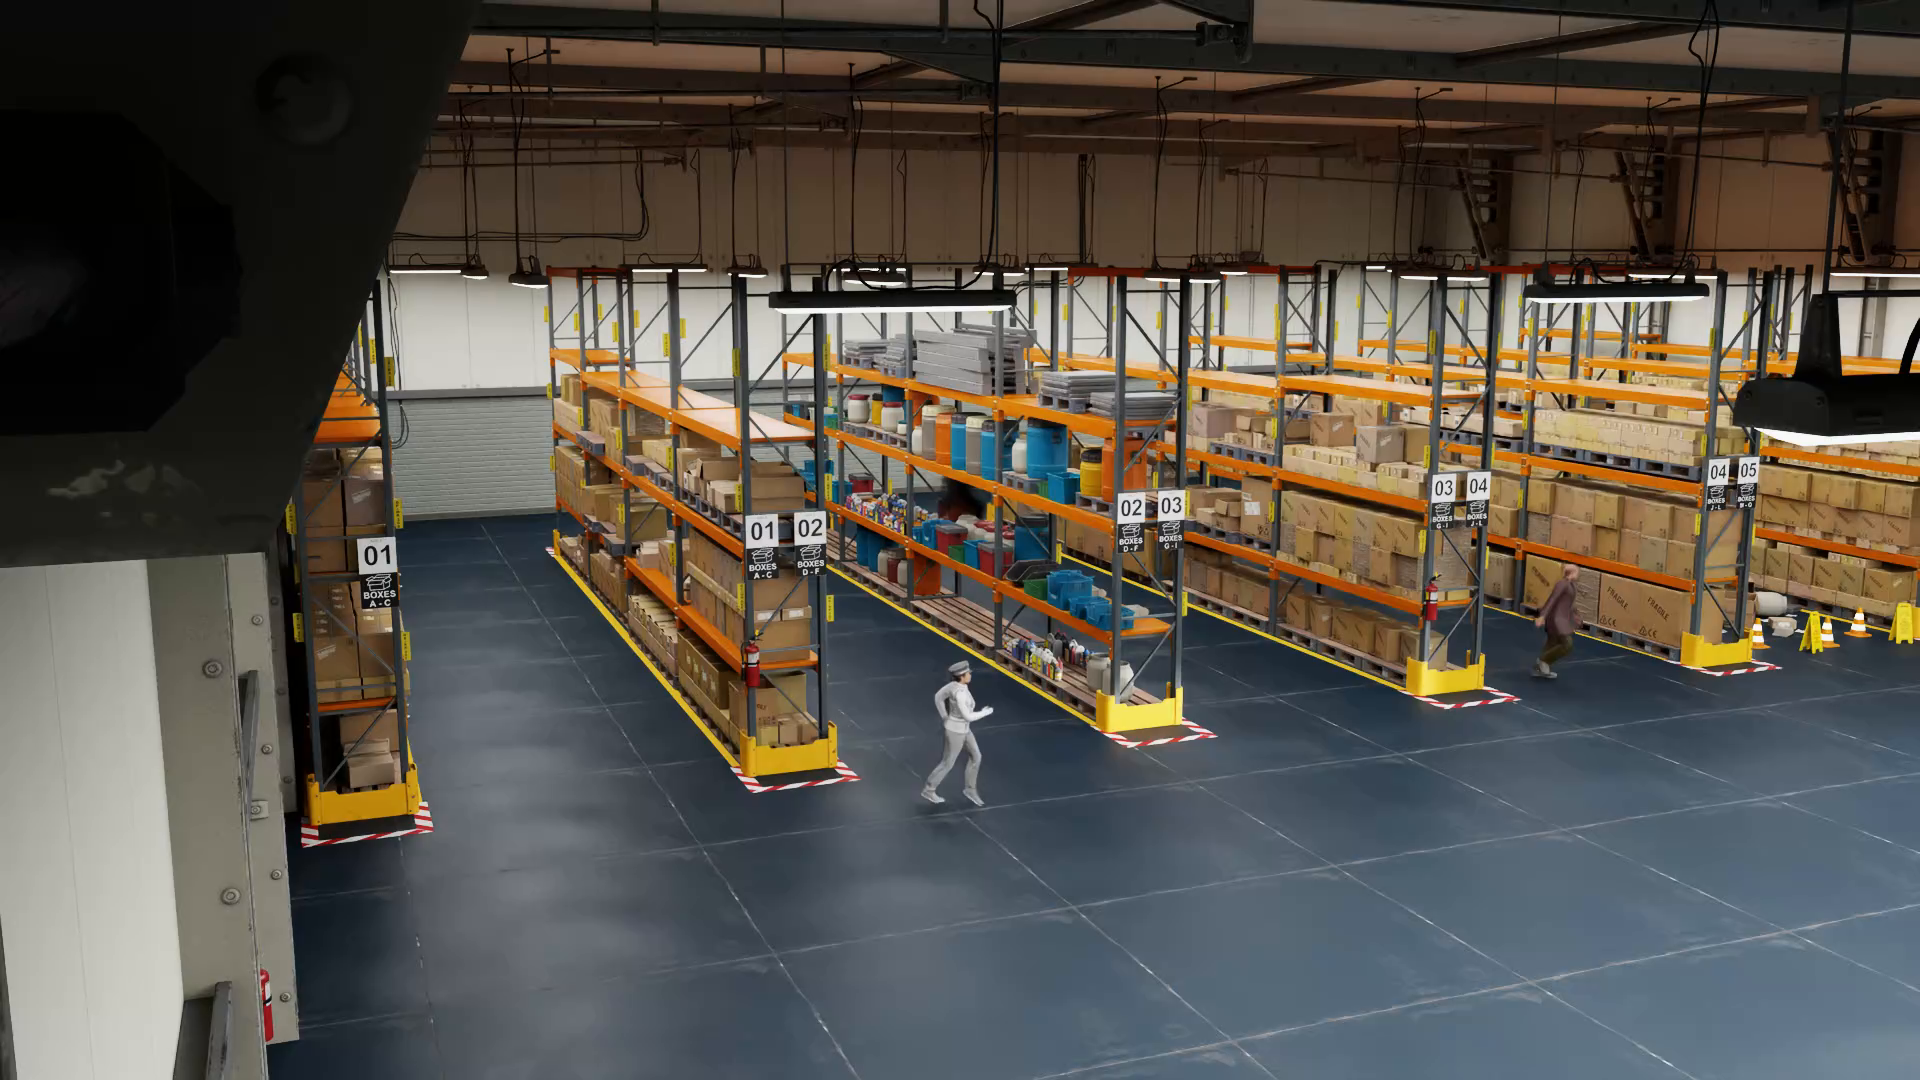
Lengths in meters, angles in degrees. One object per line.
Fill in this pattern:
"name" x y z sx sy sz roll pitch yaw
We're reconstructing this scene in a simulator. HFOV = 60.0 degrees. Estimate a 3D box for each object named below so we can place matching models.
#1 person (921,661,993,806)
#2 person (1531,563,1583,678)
"person" -0.037 2.233 19.002 0.832 1.739 0.548 0 10 0
"person" 8.901 1.202 24.748 0.657 1.732 0.715 5 11 24
